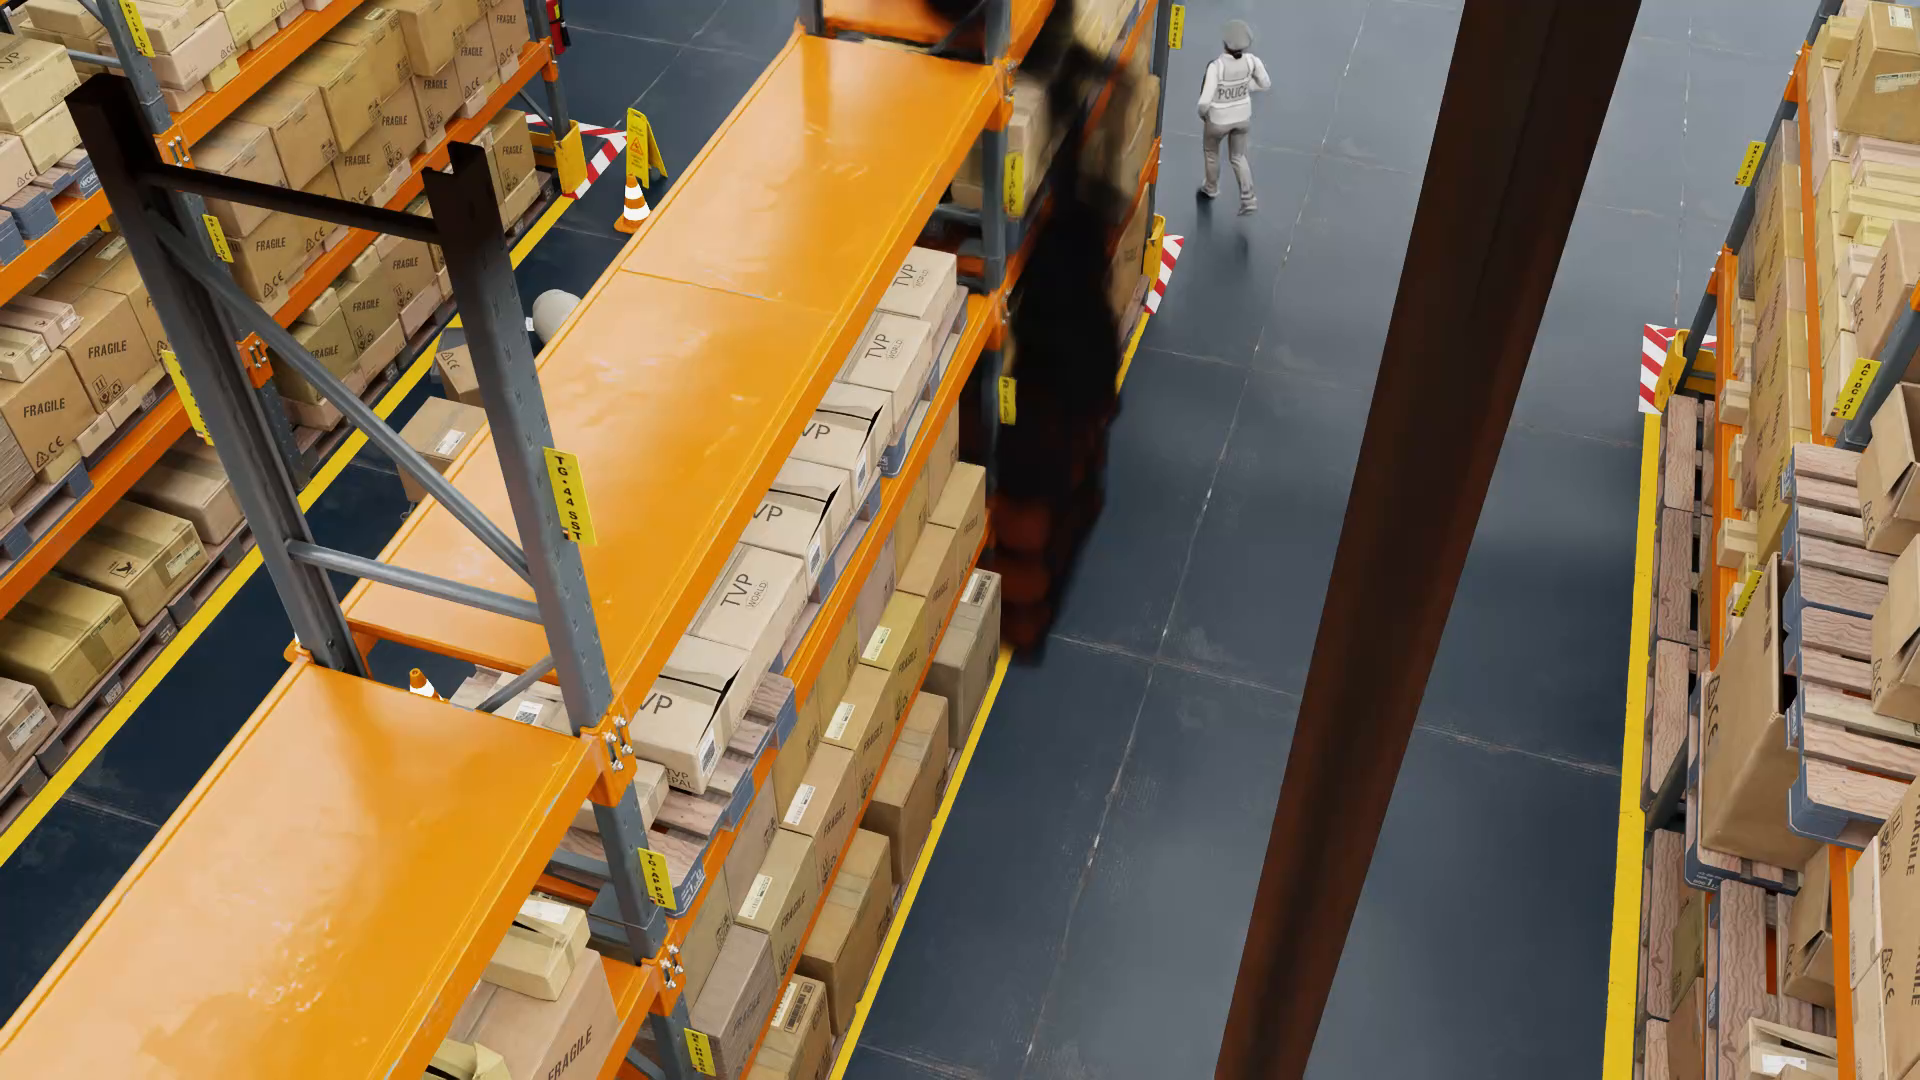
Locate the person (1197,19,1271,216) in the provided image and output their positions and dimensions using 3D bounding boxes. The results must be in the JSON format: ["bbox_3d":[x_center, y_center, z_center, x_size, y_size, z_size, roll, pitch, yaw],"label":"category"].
[{"bbox_3d":[2.122,-3.329,13.217,0.643,1.705,0.807,-10,47,-10],"label":"person"}]
